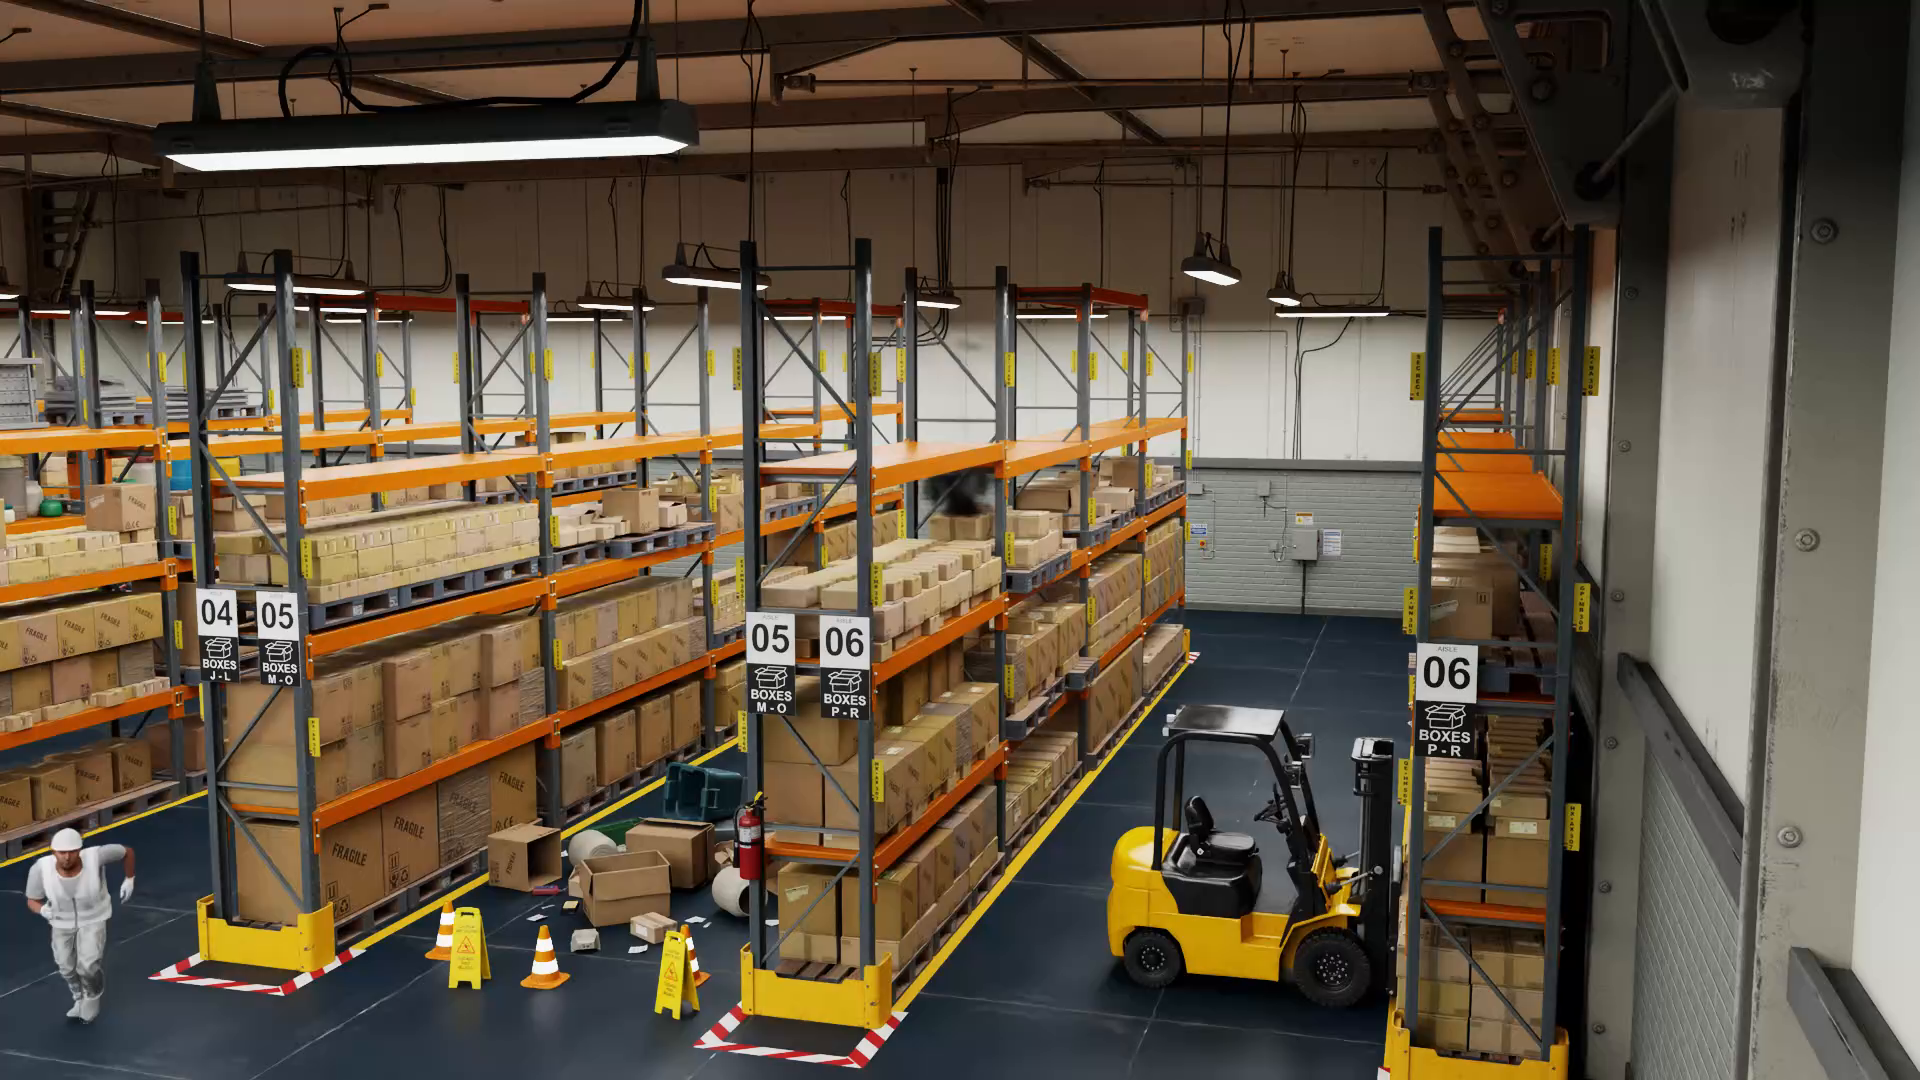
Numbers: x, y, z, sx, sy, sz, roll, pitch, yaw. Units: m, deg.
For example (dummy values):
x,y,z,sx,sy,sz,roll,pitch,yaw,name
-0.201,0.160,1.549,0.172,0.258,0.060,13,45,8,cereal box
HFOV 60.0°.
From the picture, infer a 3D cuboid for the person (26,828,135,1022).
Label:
x,y,z,sx,sy,sz,roll,pitch,yaw,name
-6.663,2.922,12.646,0.712,1.628,0.931,-2,7,-19,person
